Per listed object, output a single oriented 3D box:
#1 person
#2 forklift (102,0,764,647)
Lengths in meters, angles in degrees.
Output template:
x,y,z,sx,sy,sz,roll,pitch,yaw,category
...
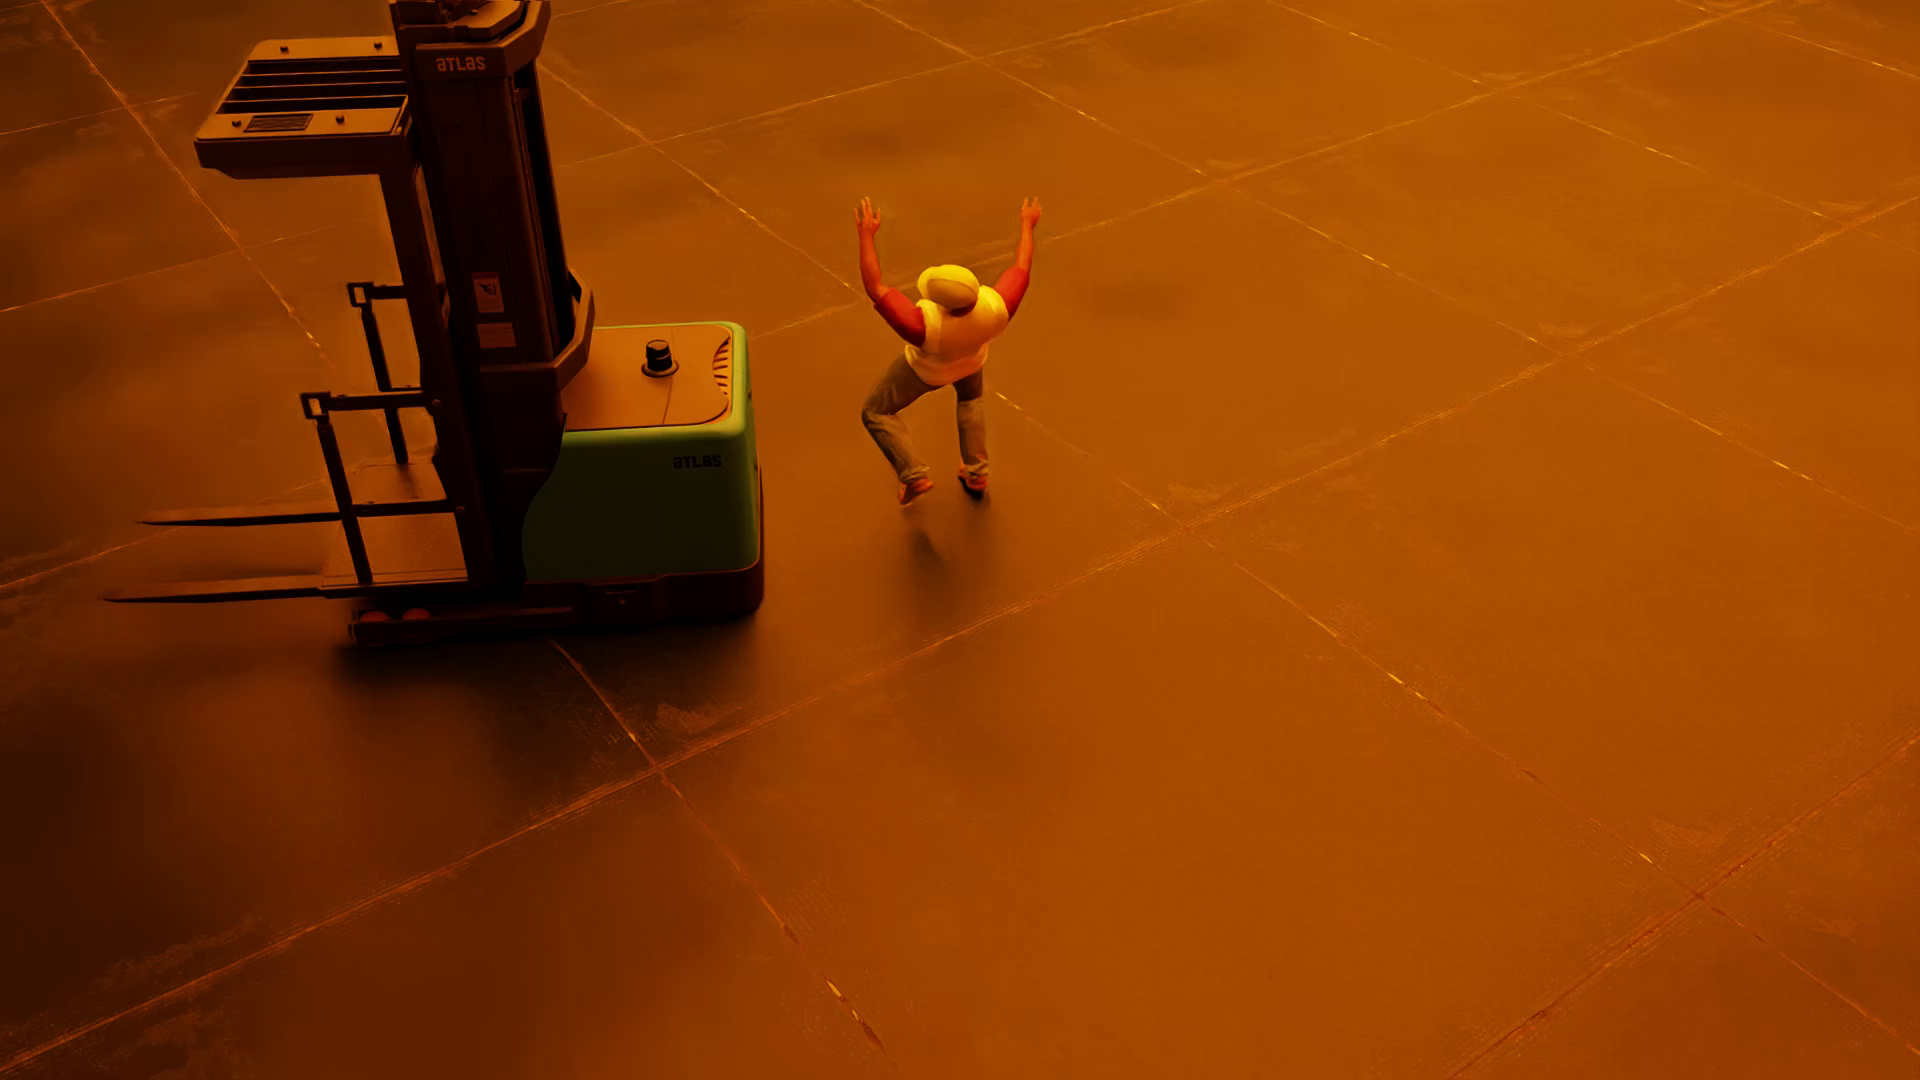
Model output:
x,y,z,sx,sy,sz,roll,pitch,yaw,category
0.059,-0.949,8.299,1.090,1.622,0.702,-20,41,-25,person
-2.485,-1.013,7.315,3.031,2.935,1.130,-3,37,-5,forklift
